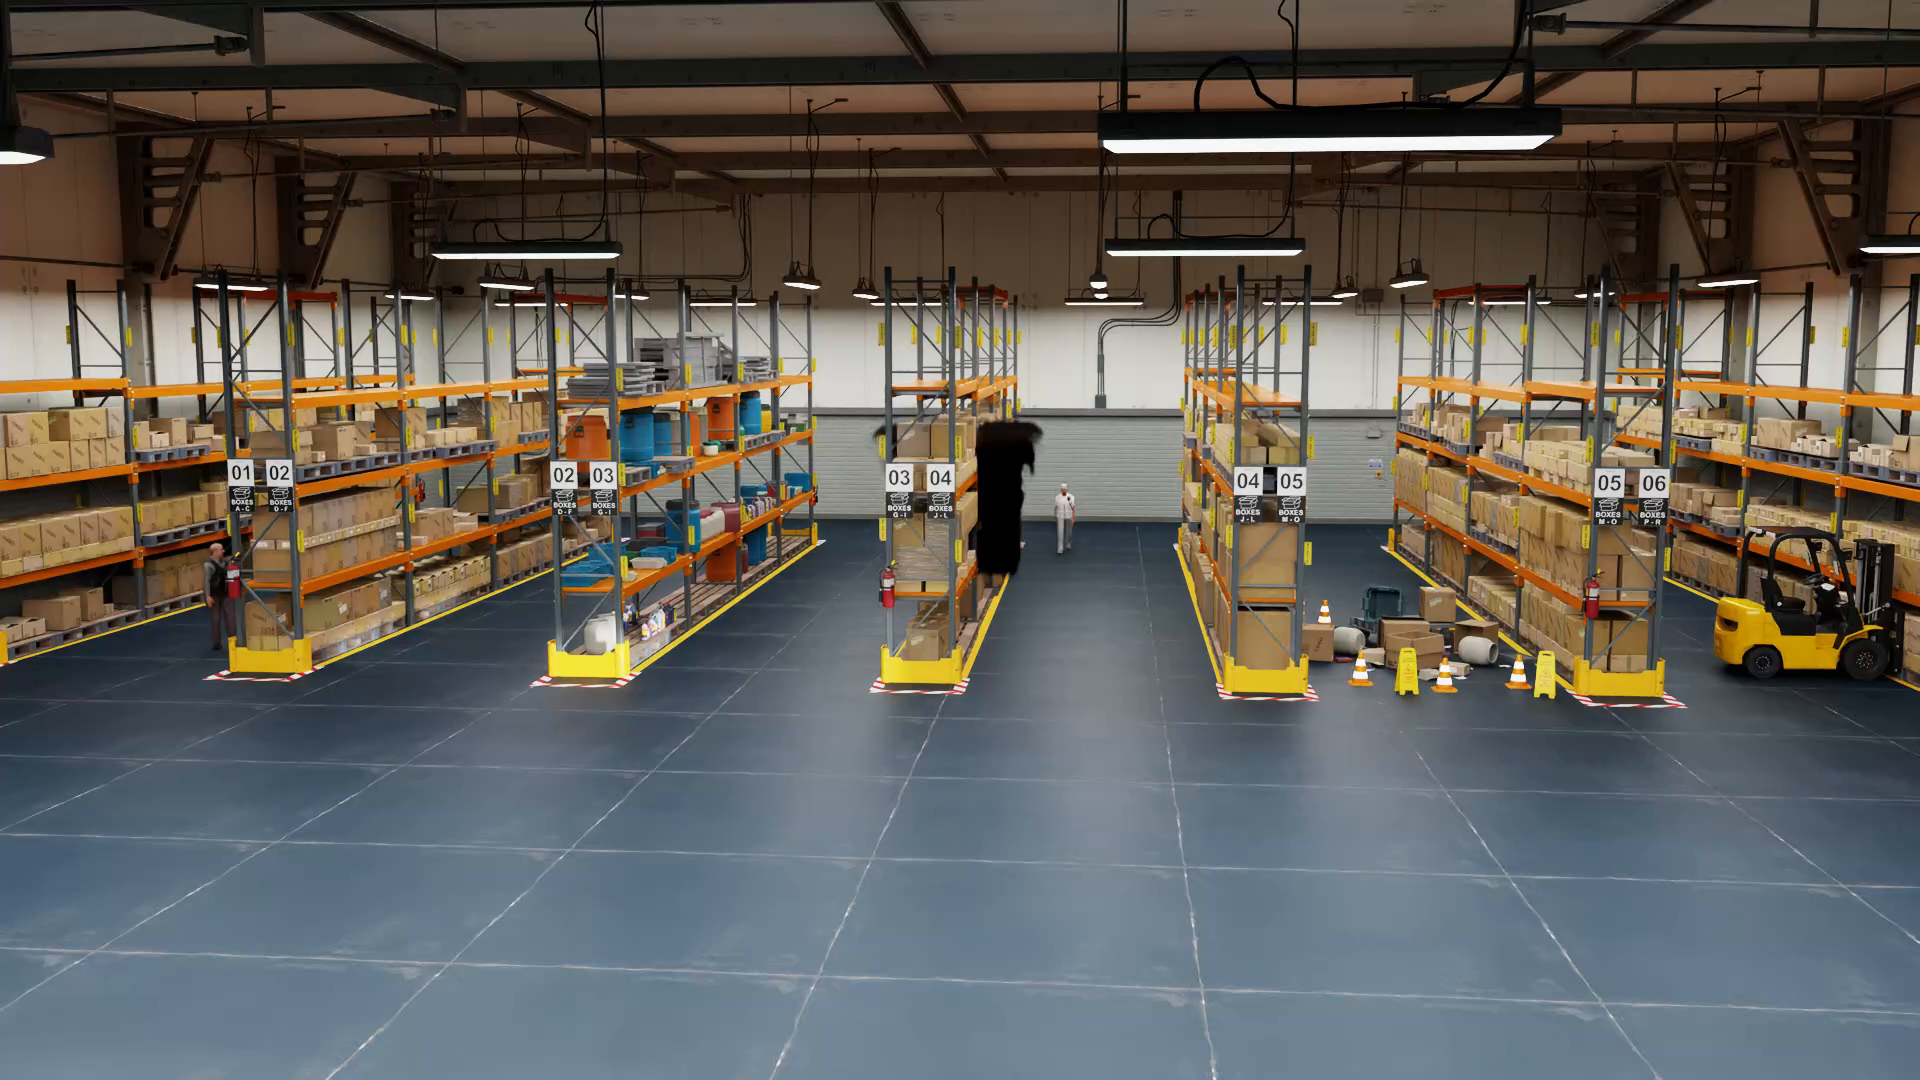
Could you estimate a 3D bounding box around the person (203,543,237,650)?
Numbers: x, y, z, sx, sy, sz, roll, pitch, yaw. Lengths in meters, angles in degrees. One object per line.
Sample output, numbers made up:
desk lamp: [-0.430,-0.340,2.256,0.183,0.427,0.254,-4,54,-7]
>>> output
person: [-11.913,0.909,26.789,0.473,1.725,0.582,4,8,32]

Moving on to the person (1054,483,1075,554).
person: [2.443,-0.520,38.843,0.491,1.616,0.952,0,7,0]
